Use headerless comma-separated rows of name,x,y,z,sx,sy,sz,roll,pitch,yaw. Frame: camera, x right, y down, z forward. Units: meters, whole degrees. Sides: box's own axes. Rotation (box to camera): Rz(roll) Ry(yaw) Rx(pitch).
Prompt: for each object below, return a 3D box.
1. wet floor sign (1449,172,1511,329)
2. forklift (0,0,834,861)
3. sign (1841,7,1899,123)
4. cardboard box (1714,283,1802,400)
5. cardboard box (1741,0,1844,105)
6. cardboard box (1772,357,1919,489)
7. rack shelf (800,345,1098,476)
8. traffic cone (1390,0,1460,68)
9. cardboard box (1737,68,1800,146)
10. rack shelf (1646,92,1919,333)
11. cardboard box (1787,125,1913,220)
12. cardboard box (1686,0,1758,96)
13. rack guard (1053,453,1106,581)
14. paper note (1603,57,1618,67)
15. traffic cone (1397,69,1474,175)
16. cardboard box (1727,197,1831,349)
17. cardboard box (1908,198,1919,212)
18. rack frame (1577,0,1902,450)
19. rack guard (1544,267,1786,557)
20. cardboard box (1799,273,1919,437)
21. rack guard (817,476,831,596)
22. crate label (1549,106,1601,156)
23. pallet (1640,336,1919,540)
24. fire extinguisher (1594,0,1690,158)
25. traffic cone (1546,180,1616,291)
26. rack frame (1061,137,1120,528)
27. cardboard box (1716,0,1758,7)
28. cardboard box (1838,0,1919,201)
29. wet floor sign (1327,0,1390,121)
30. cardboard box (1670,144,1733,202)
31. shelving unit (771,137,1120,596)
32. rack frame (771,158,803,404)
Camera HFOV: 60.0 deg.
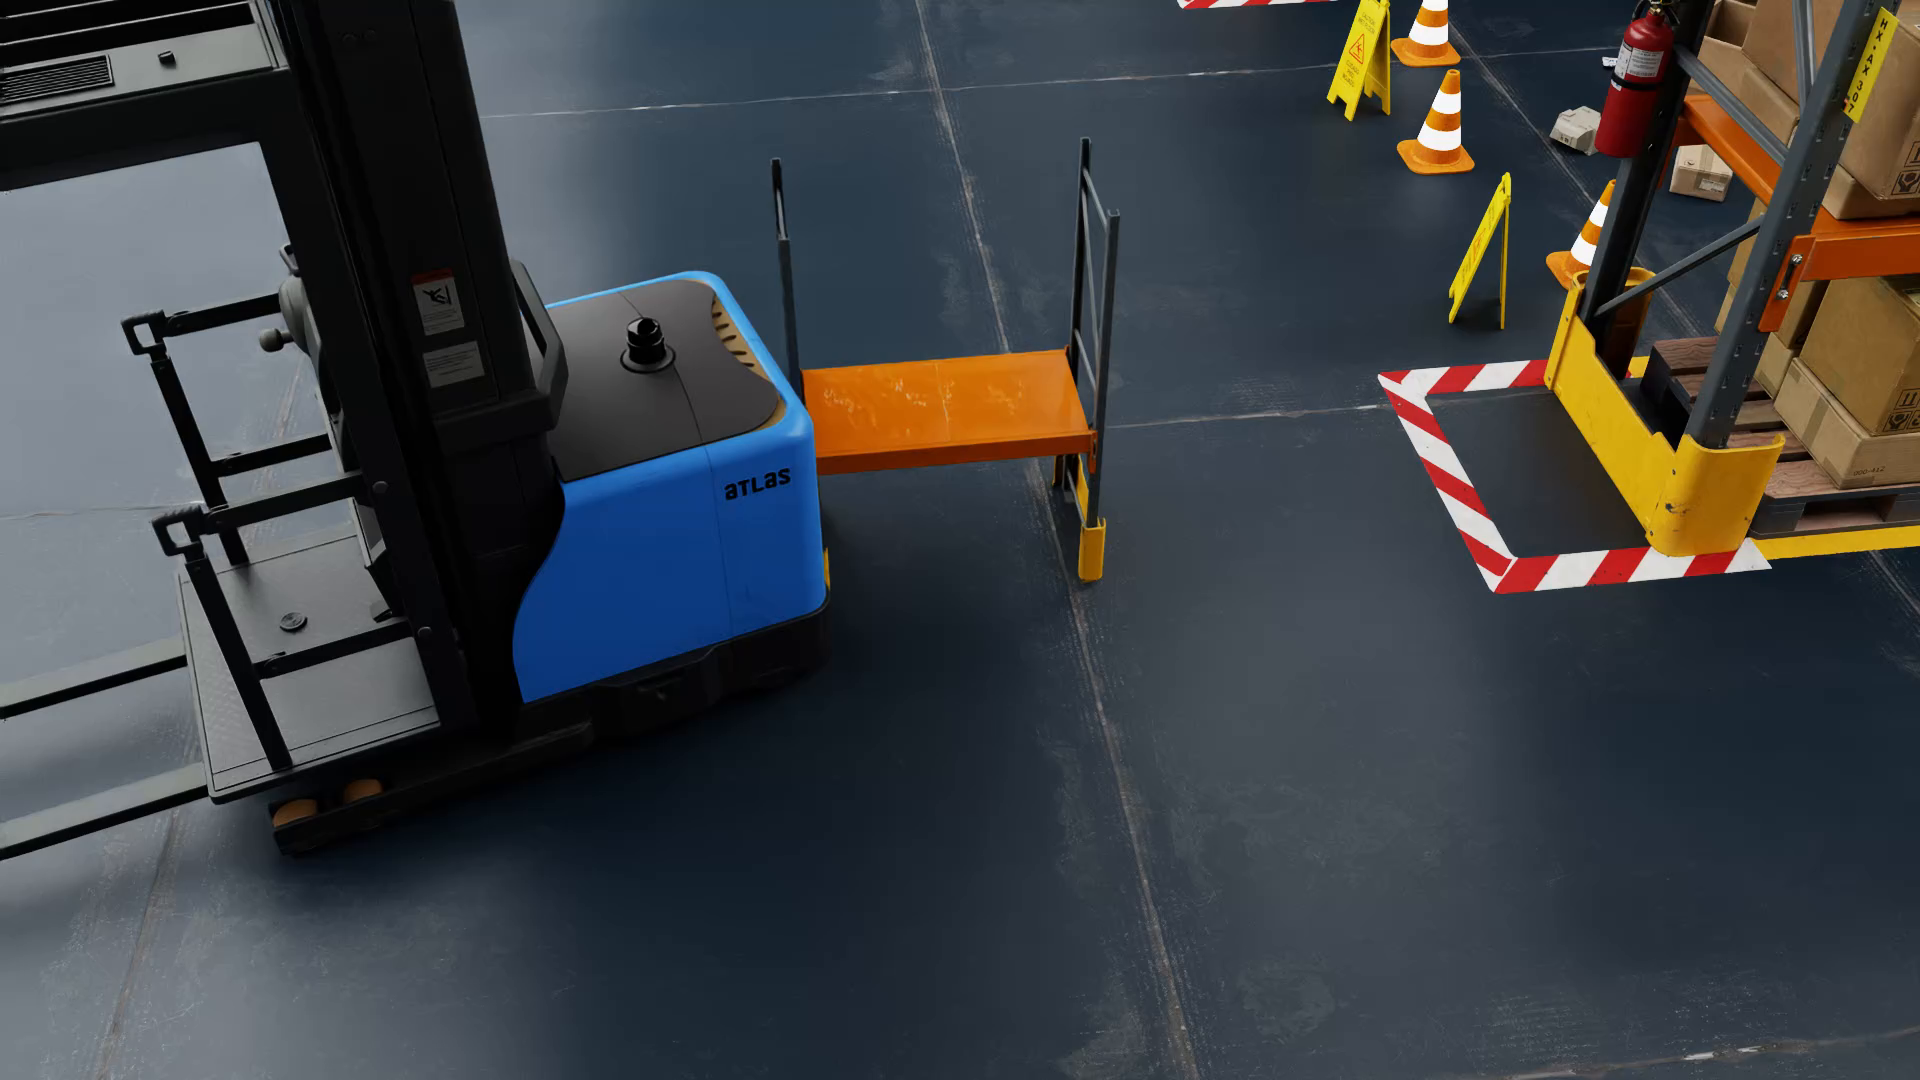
wet floor sign,2.292,-1.262,7.167,0.232,0.644,0.267,8,43,9
forklift,-1.995,-0.526,4.645,3.031,2.935,1.130,-17,45,-18
sign,2.689,-1.403,4.920,0.005,0.325,0.100,-5,42,-6
cardboard box,3.409,-0.828,6.668,0.500,0.250,0.500,-5,42,-6
cardboard box,3.121,-1.820,5.731,0.500,0.500,0.500,-6,42,-6
cardboard box,3.455,-0.463,6.264,0.500,0.250,0.500,-5,42,-6
rack shelf,-0.060,-0.425,5.870,1.000,0.185,0.538,-5,42,-6
traffic cone,2.588,-2.882,9.099,0.334,0.463,0.336,-5,42,-6
cardboard box,2.962,-1.523,5.887,0.250,0.149,0.380,-4,42,-4
rack shelf,4.602,-1.349,6.043,4.000,0.370,1.077,-5,42,-6
cardboard box,2.983,-1.241,5.574,0.250,0.149,0.380,-5,42,-5
cardboard box,4.032,-2.349,8.479,0.797,0.503,0.637,32,51,30
rack guard,0.443,-0.141,6.219,0.087,0.250,0.587,-5,42,-6
paper note,3.611,-2.623,9.136,0.142,0.017,0.144,8,43,9
traffic cone,2.397,-2.102,8.235,0.334,0.463,0.336,-5,42,-6
cardboard box,3.380,-1.098,6.408,0.500,0.500,0.500,-5,42,-5
cardboard box,3.231,-1.272,5.609,0.250,0.149,0.380,-4,42,-5
rack frame,2.619,-1.442,5.609,0.127,3.000,1.000,-5,42,-6
rack guard,2.694,-0.521,6.454,0.348,0.500,1.175,-5,42,-6
cardboard box,3.478,-0.744,6.015,0.500,0.500,0.500,-6,42,-7
rack guard,-0.544,-0.051,6.119,0.087,0.250,0.587,-5,42,-6
crate label,3.169,-2.090,8.465,0.298,0.136,0.250,-27,49,-27
pallet,3.504,-0.460,6.603,1.213,0.211,1.003,-5,42,-6
fire extinguisher,2.446,-1.710,5.963,0.183,0.674,0.296,-5,42,-6
traffic cone,2.878,-1.394,7.450,0.334,0.463,0.336,-5,42,-6
rack frame,0.444,-0.605,5.801,0.032,1.500,0.500,-5,42,-6
cardboard box,4.437,-3.325,9.561,0.500,0.500,0.500,2,42,2
cardboard box,3.125,-1.447,5.318,0.500,0.500,0.500,-6,42,-6
wet floor sign,2.105,-2.529,8.572,0.232,0.644,0.267,-12,43,-13
cardboard box,3.656,-1.839,8.178,0.250,0.149,0.380,16,44,17
shelving unit,-0.051,-0.560,5.751,1.083,1.500,0.587,-5,42,-6
rack frame,-0.563,-0.513,5.699,0.032,1.500,0.500,-5,42,-6
